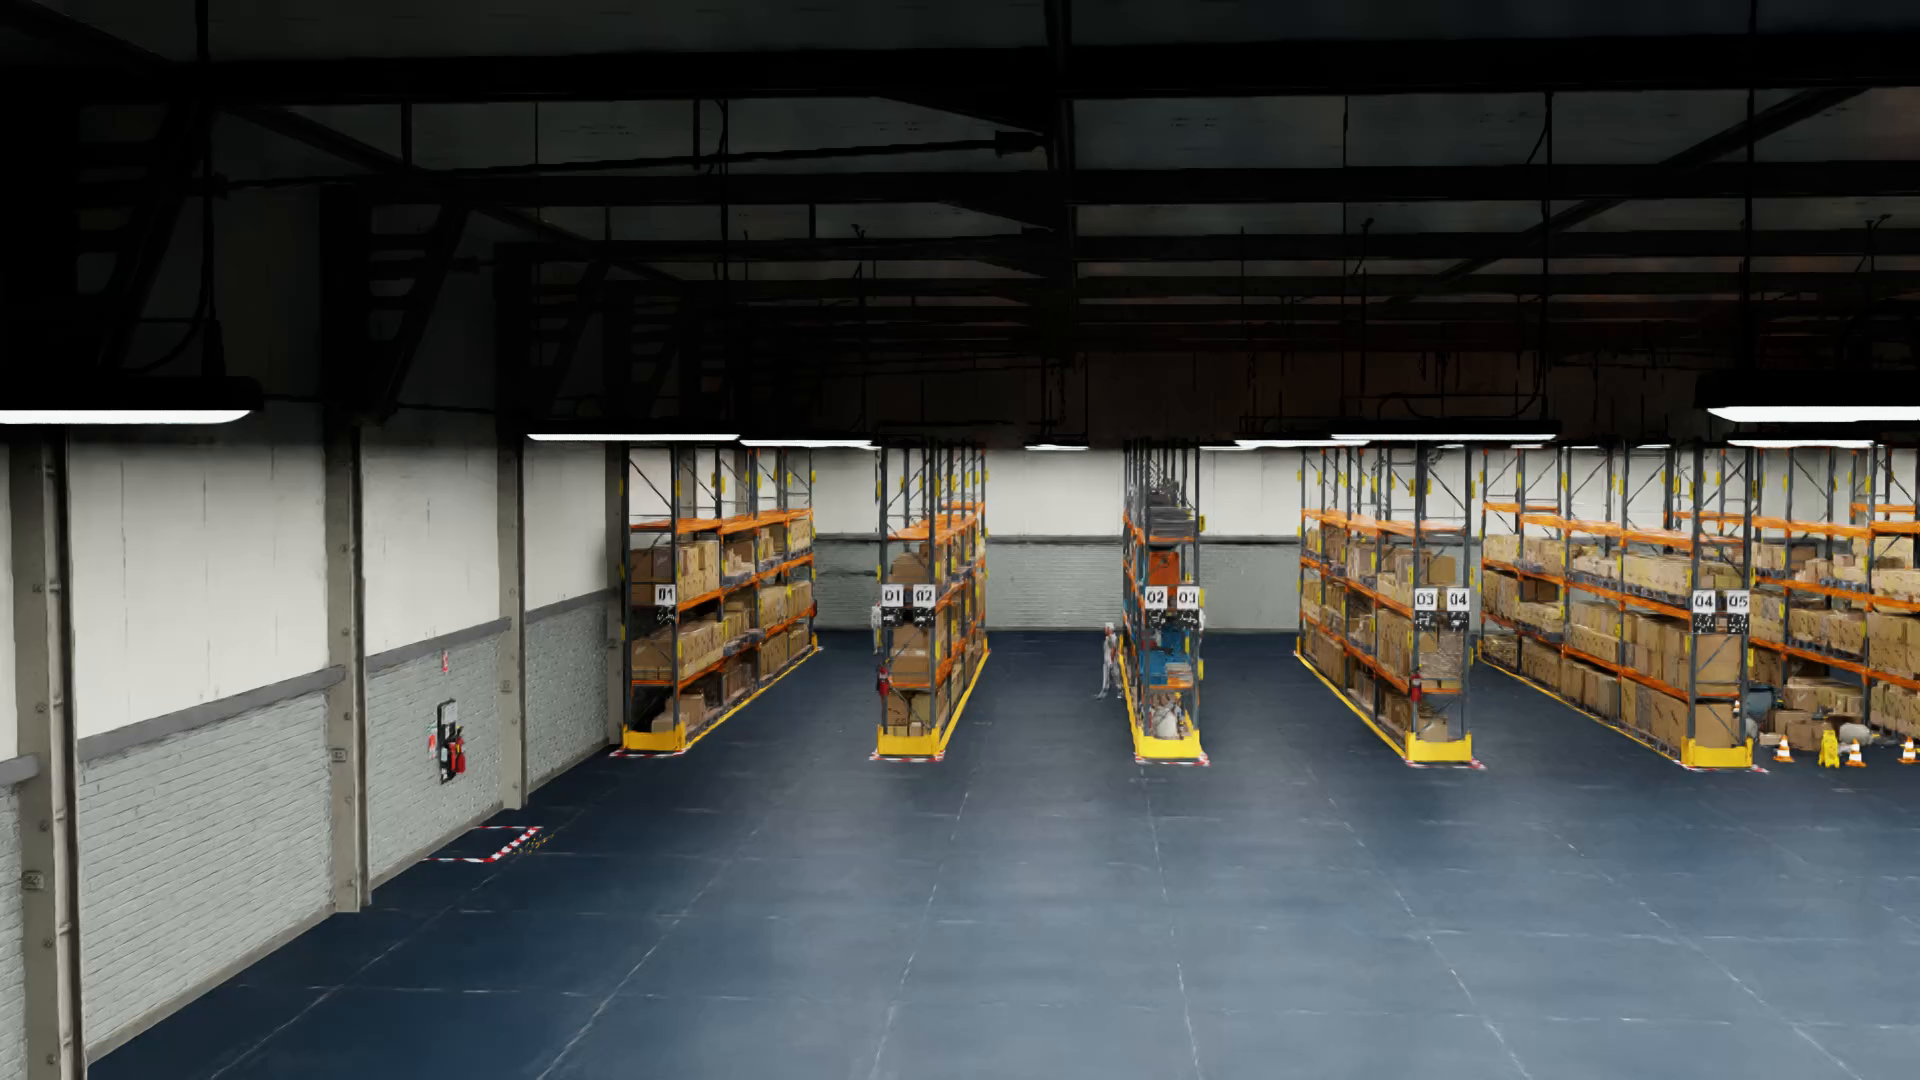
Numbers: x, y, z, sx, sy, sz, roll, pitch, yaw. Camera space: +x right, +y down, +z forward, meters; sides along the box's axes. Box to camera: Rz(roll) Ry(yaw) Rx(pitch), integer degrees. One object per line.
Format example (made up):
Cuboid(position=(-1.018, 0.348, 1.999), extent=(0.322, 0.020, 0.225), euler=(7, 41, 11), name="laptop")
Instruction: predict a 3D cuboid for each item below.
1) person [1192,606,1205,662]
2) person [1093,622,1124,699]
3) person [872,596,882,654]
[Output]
Cuboid(position=(6.455, 2.421, 45.002), extent=(0.390, 1.769, 0.657), euler=(0, 3, -1), name="person")
Cuboid(position=(3.424, 2.779, 38.384), extent=(0.662, 1.785, 0.787), euler=(0, 3, -8), name="person")
Cuboid(position=(-2.274, 2.385, 47.089), extent=(0.500, 1.625, 0.997), euler=(0, 3, 3), name="person")
